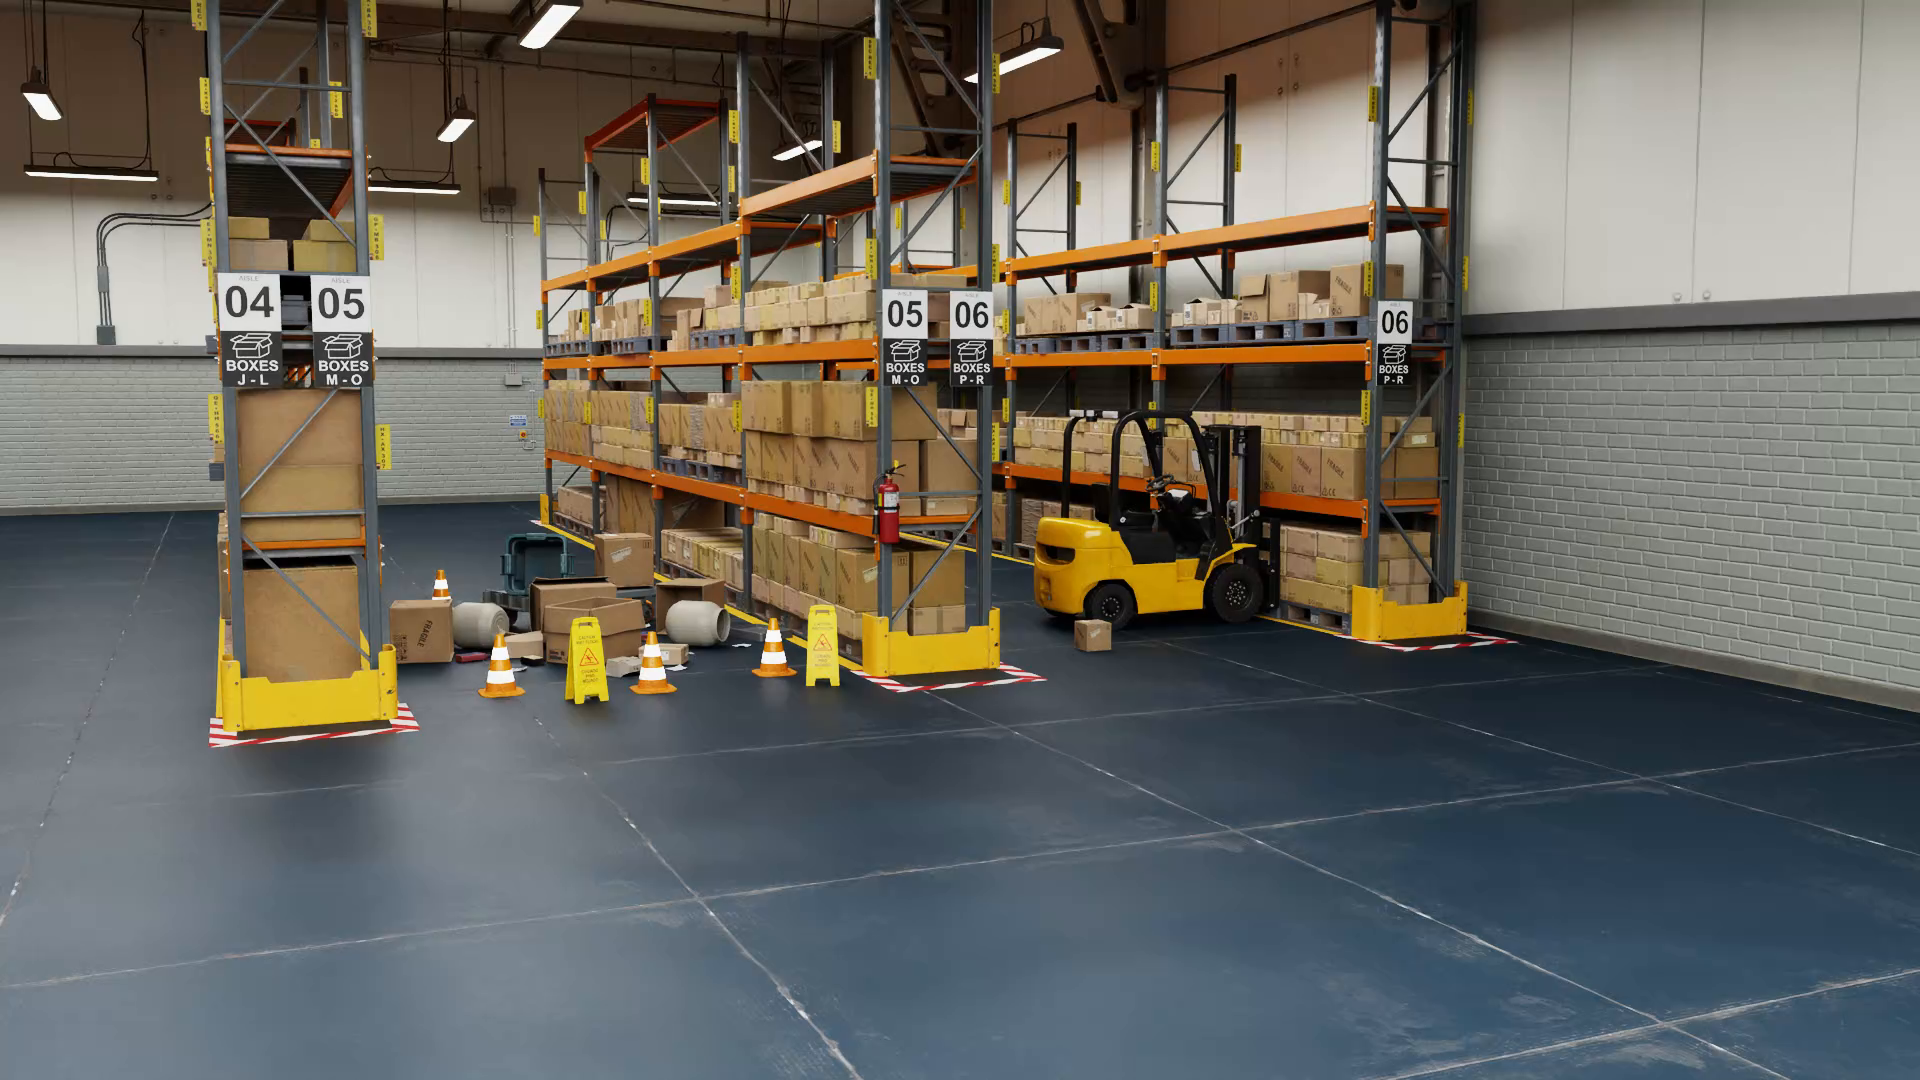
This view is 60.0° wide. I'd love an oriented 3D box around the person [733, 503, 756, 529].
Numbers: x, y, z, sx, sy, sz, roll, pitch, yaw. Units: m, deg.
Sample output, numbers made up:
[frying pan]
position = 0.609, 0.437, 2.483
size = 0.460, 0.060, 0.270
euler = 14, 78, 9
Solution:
[person]
position = -3.302, -0.816, 25.275
size = 0.480, 1.661, 0.553
euler = -3, 6, -27
